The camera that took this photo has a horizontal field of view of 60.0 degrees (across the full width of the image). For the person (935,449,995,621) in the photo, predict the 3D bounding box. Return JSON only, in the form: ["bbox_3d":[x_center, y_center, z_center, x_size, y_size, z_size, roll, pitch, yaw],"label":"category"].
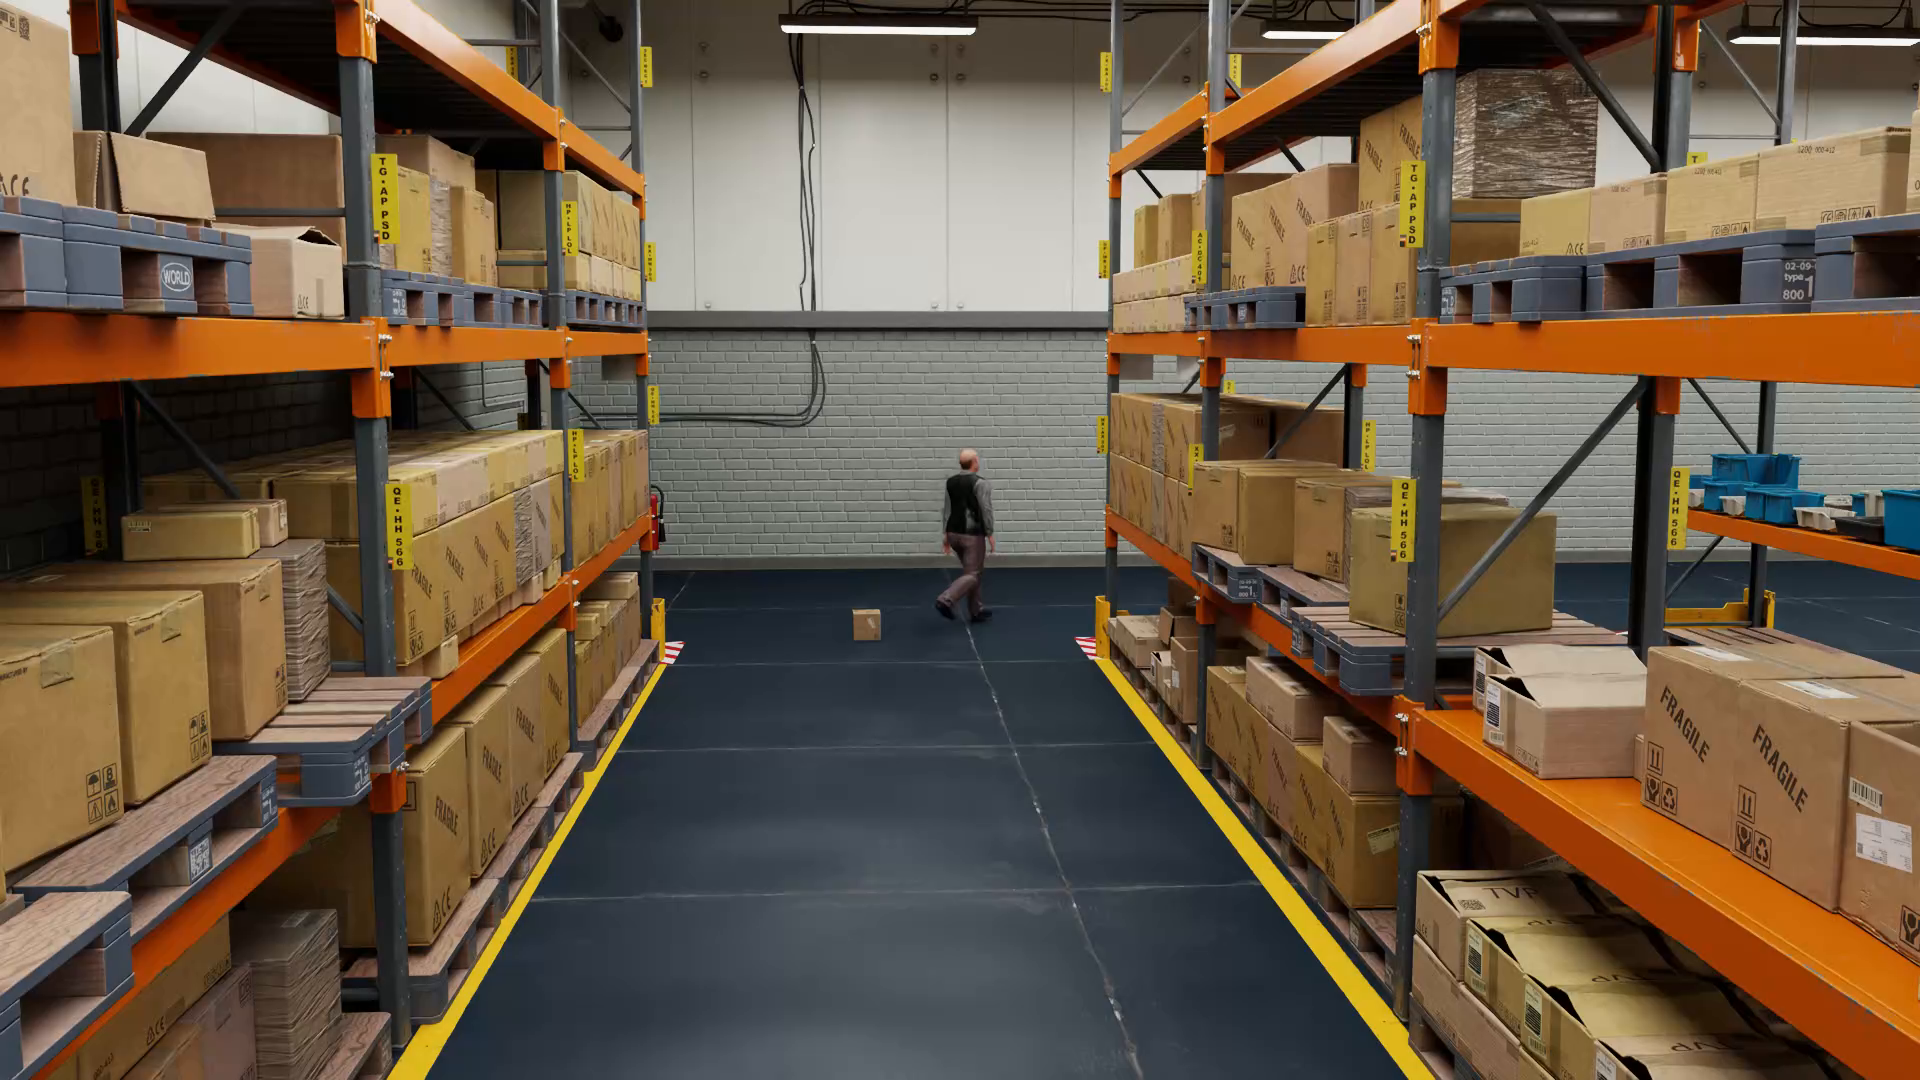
[{"bbox_3d":[0.056,-0.024,16.039,0.552,1.692,0.921,6,9,43],"label":"person"}]
